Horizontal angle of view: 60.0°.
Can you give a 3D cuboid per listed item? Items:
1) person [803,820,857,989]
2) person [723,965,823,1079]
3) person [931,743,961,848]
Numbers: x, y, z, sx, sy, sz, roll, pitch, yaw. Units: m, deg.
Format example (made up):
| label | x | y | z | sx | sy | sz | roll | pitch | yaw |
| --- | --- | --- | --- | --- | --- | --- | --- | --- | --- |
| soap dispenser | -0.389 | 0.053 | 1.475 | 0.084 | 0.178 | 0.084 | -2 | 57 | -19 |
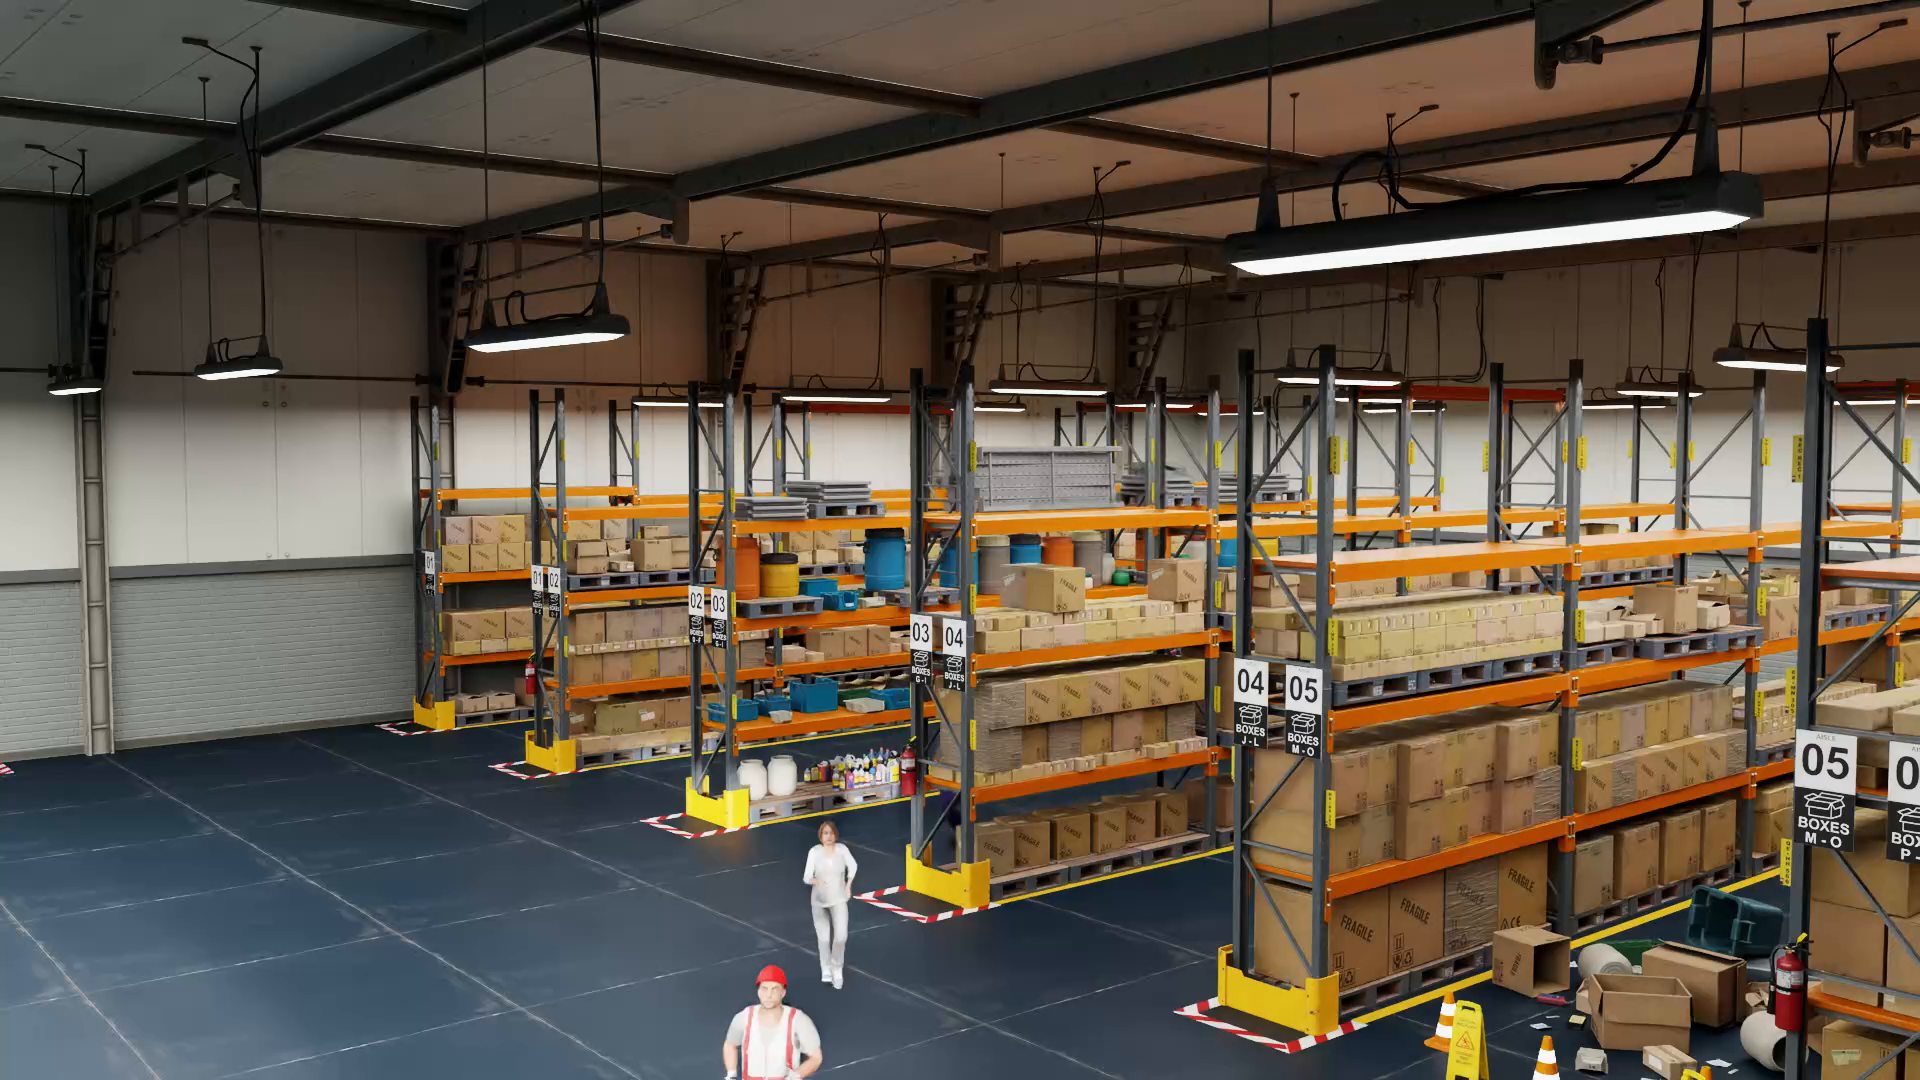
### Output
| label | x | y | z | sx | sy | sz | roll | pitch | yaw |
| --- | --- | --- | --- | --- | --- | --- | --- | --- | --- |
| person | -1.216 | 3.450 | 15.665 | 0.516 | 1.582 | 0.614 | 0 | 3 | -7 |
| person | -1.231 | 3.645 | 10.847 | 0.668 | 1.758 | 0.849 | 0 | 3 | 2 |
| person | -0.096 | 3.094 | 21.231 | 0.604 | 1.641 | 0.667 | -3 | 5 | -43 |
